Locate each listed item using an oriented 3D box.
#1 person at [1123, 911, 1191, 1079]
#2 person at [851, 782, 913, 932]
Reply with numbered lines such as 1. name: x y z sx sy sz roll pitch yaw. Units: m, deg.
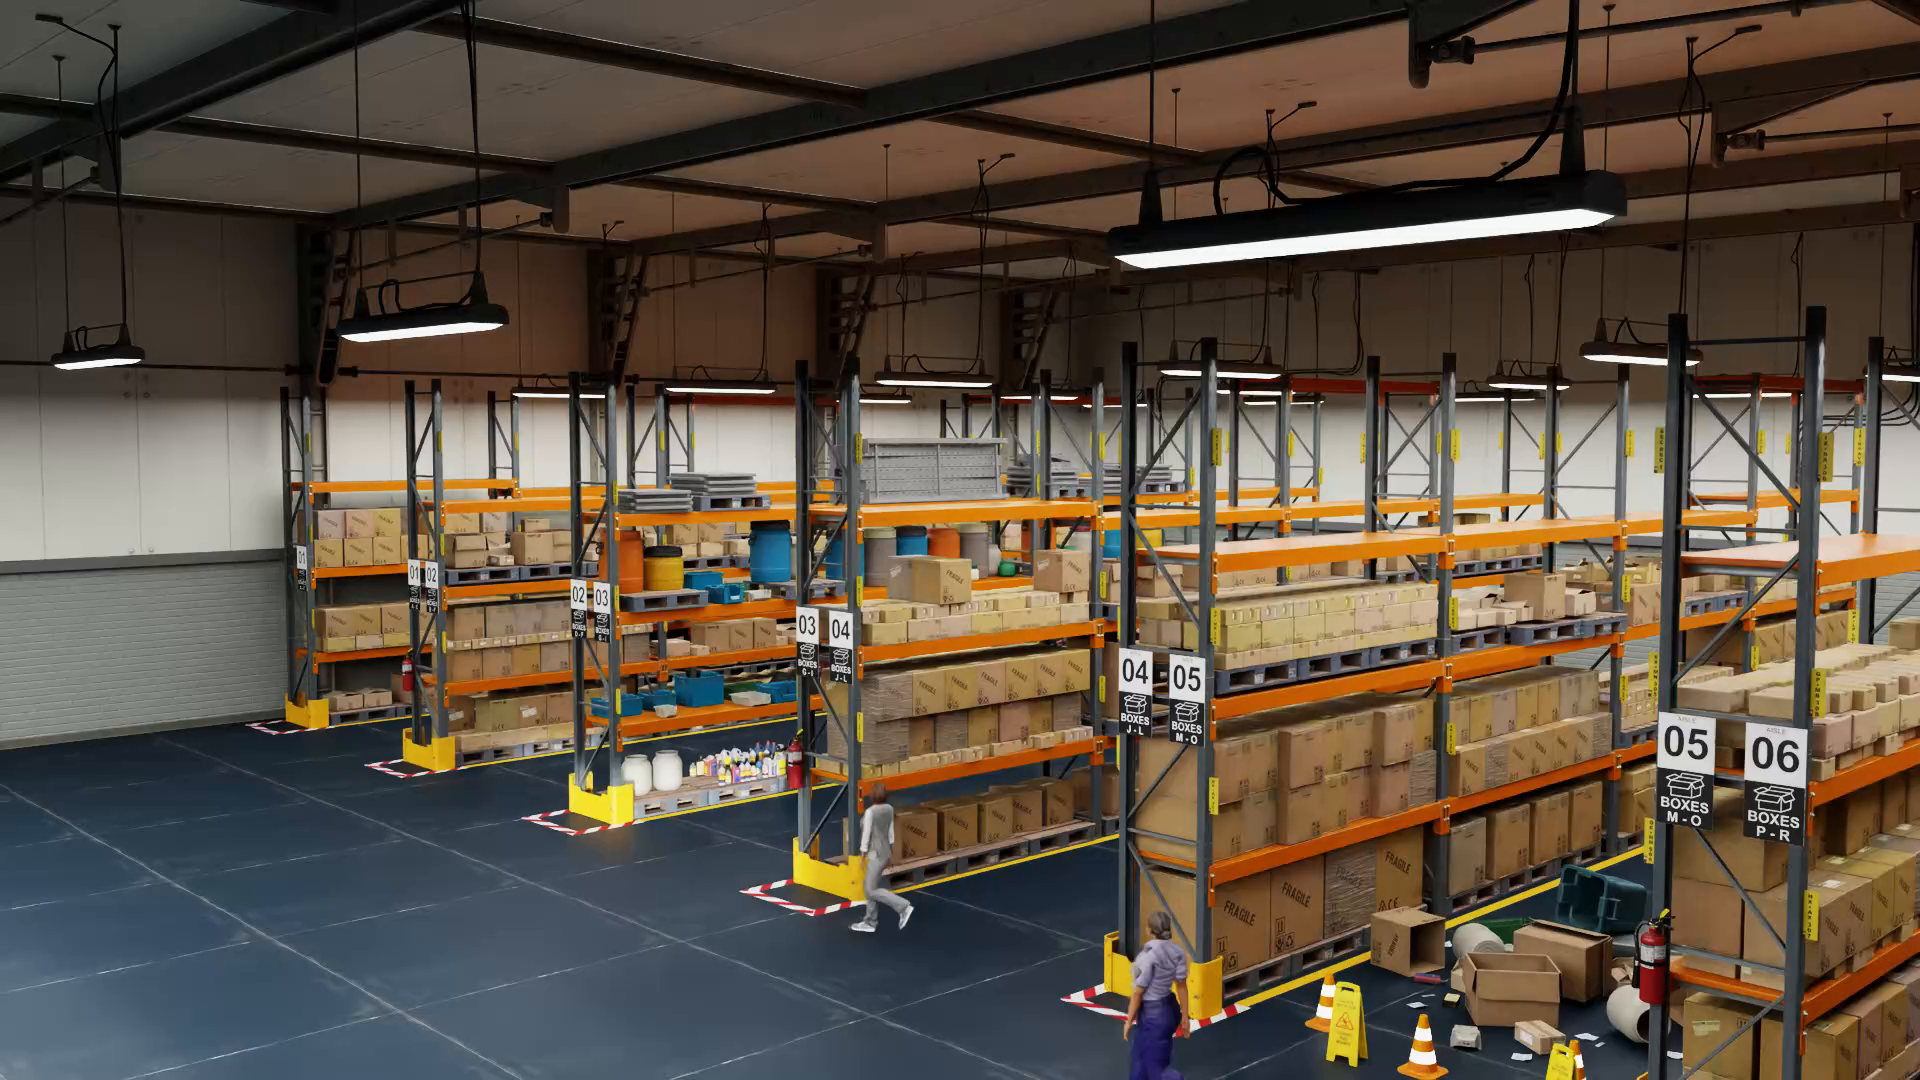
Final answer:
1. person: 1.483 3.569 12.376 0.927 1.602 0.468 2 4 24
2. person: -0.807 3.270 17.115 0.664 1.585 0.406 0 4 2
